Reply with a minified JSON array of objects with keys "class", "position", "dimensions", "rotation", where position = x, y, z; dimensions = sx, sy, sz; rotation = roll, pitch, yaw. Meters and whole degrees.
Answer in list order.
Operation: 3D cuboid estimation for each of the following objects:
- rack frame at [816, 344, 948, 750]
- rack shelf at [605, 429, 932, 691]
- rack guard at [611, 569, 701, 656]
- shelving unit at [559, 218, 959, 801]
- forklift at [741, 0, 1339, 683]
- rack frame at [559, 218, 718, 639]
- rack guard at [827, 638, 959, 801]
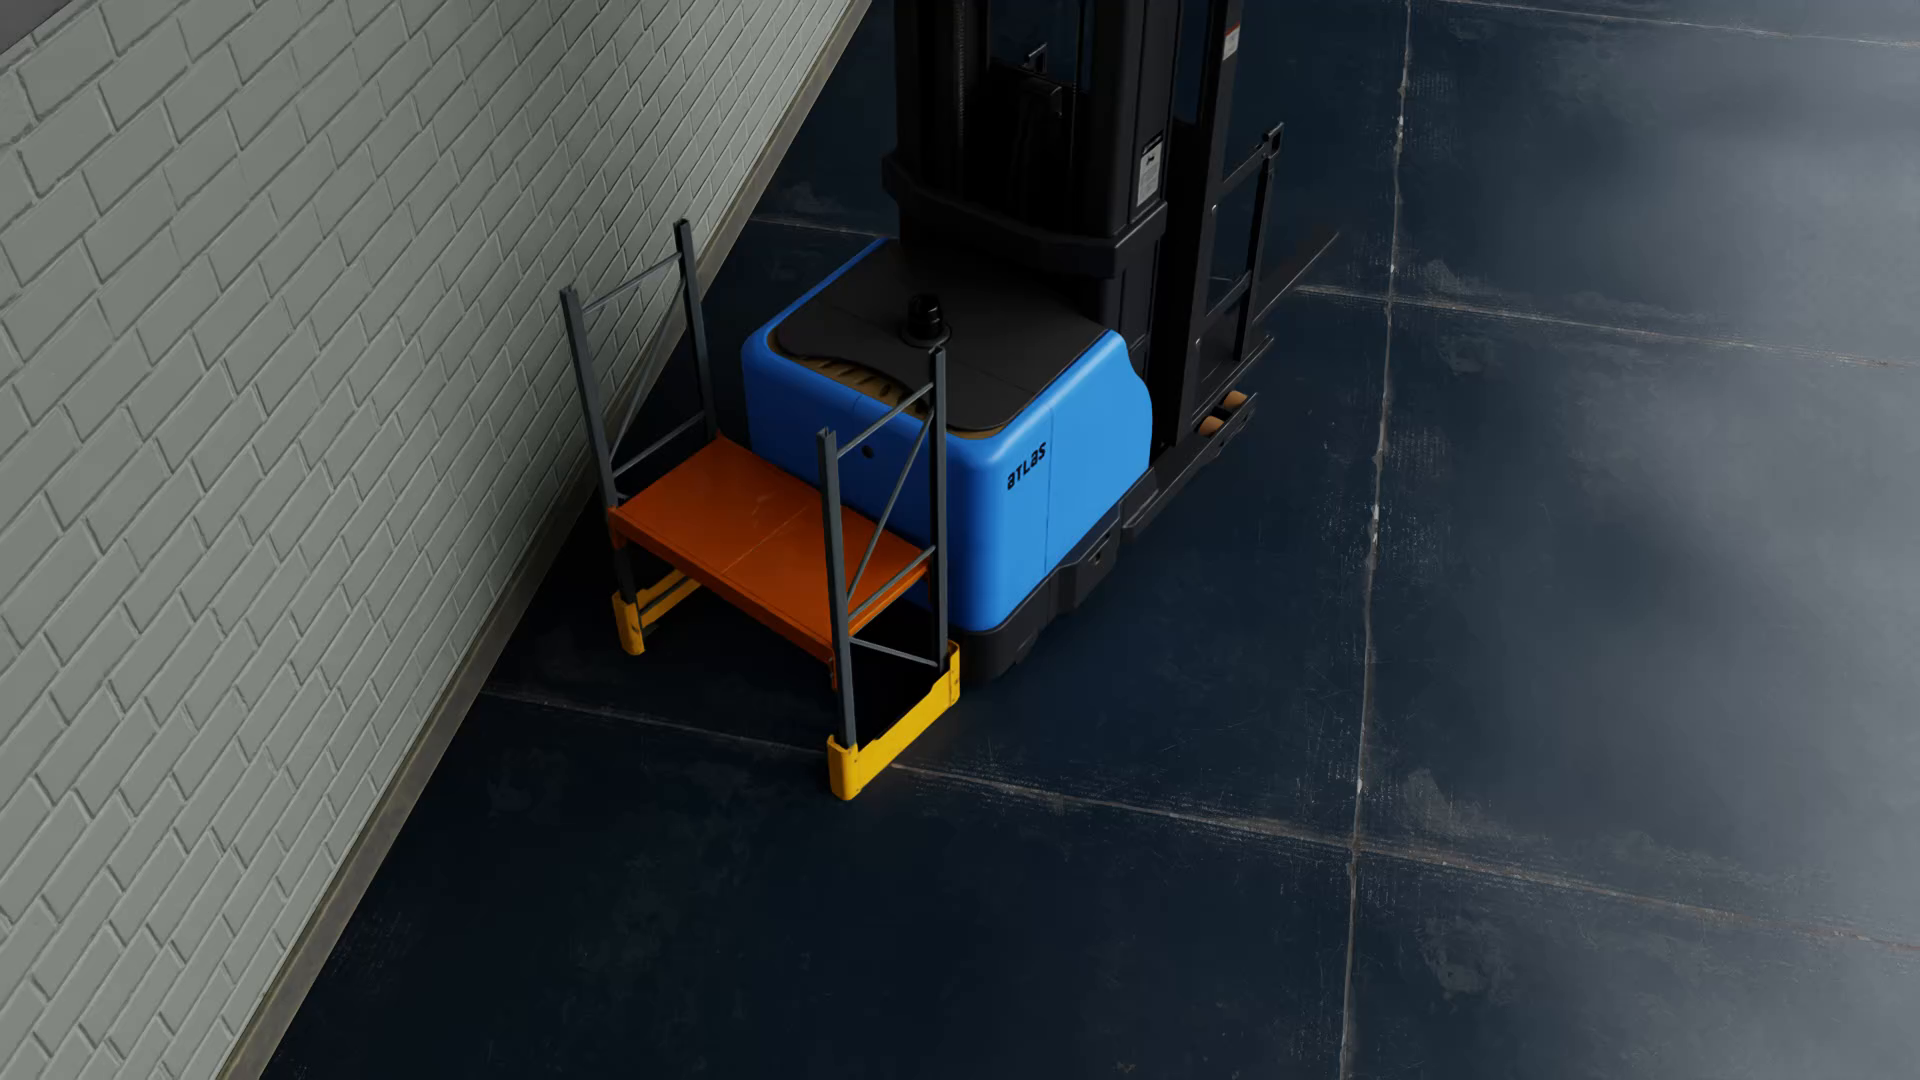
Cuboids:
[{"class":"rack frame","position":[-0.210,0.133,5.030],"dimensions":[0.032,1.500,0.500],"rotation":[29,51,27]},{"class":"rack shelf","position":[-0.604,0.040,5.386],"dimensions":[1.000,0.185,0.538],"rotation":[29,51,27]},{"class":"rack guard","position":[-0.983,0.147,5.917],"dimensions":[0.087,0.250,0.587],"rotation":[29,51,27]},{"class":"shelving unit","position":[-0.597,-0.085,5.257],"dimensions":[1.083,1.500,0.587],"rotation":[29,51,27]},{"class":"forklift","position":[0.534,-1.556,5.753],"dimensions":[1.130,2.935,3.031],"rotation":[26,50,25]},{"class":"rack frame","position":[-0.998,-0.312,5.492],"dimensions":[0.032,1.500,0.500],"rotation":[29,51,27]},{"class":"rack guard","position":[-0.211,0.583,5.464],"dimensions":[0.087,0.250,0.587],"rotation":[29,51,27]}]
